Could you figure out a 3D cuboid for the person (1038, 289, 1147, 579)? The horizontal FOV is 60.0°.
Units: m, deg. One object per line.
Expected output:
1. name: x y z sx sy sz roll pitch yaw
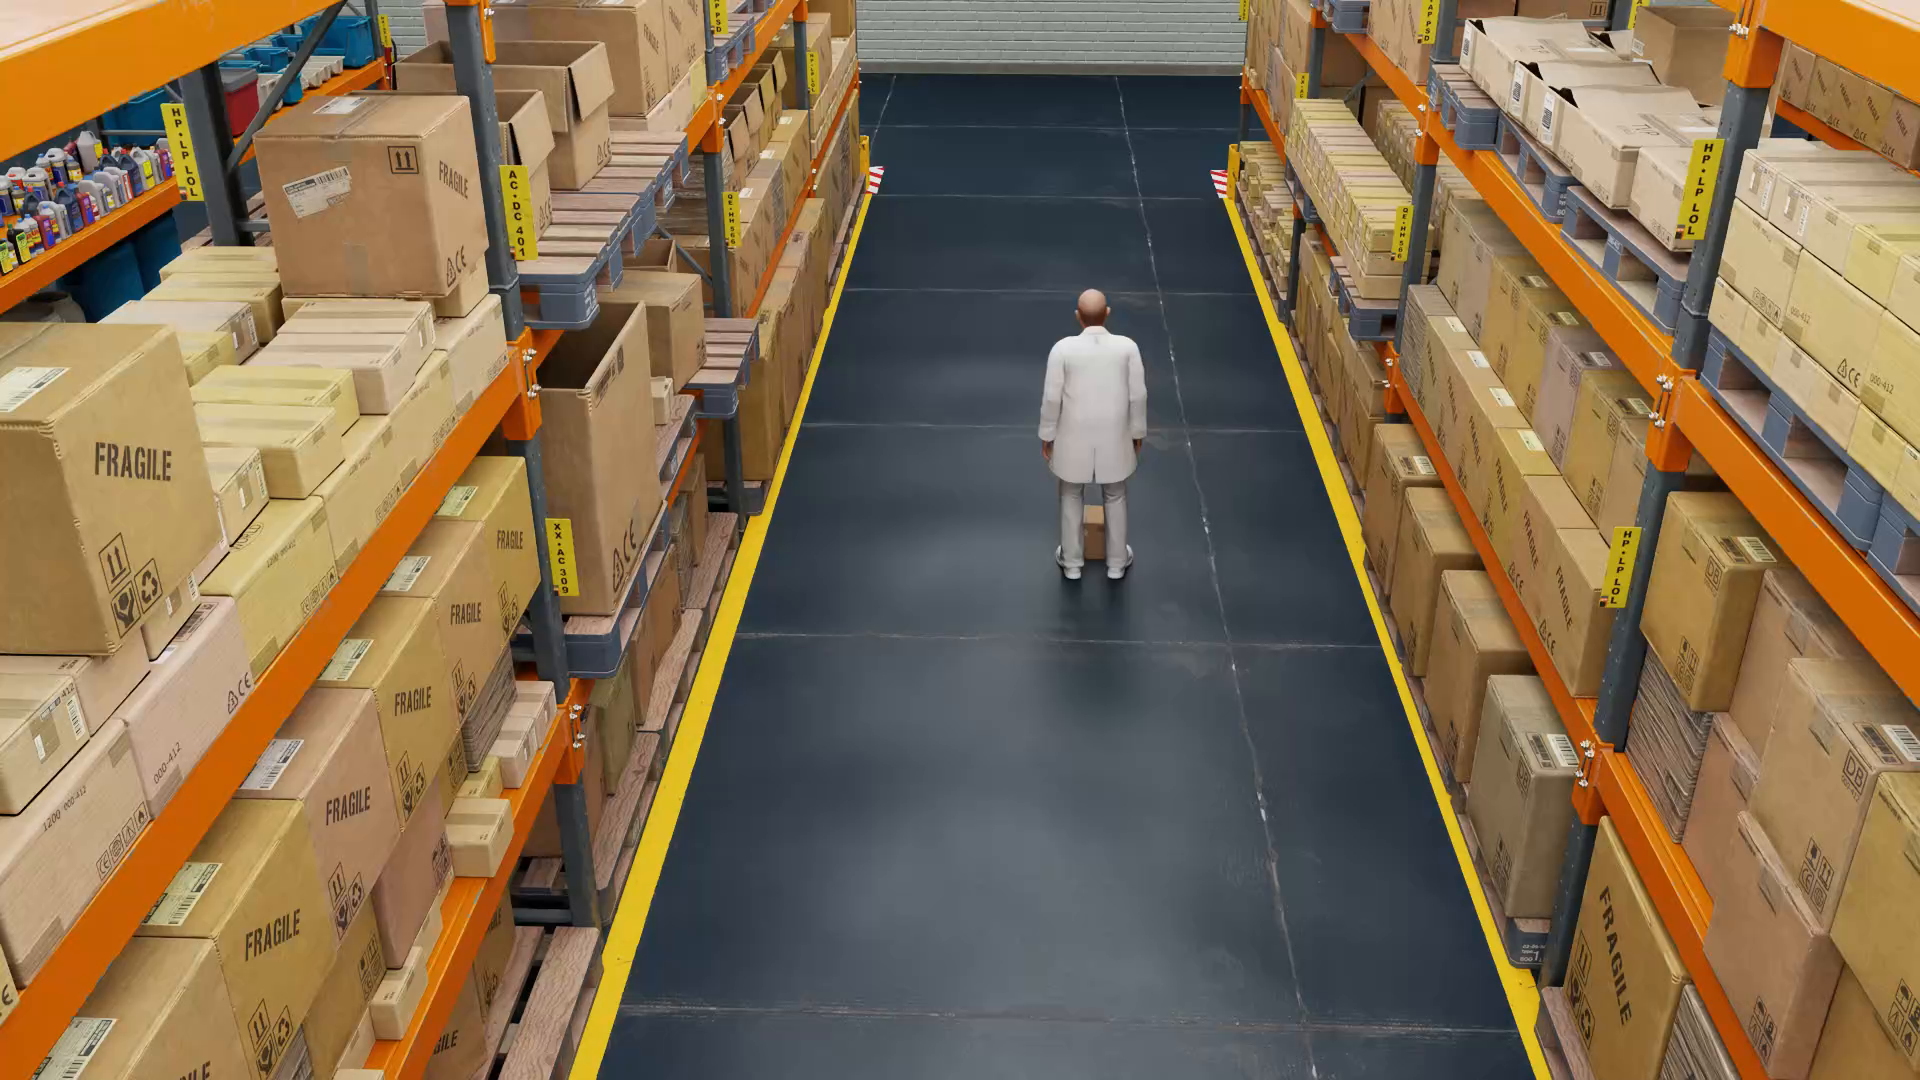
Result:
1. person: 0.779 -0.611 9.807 0.644 1.772 0.429 0 28 -1
